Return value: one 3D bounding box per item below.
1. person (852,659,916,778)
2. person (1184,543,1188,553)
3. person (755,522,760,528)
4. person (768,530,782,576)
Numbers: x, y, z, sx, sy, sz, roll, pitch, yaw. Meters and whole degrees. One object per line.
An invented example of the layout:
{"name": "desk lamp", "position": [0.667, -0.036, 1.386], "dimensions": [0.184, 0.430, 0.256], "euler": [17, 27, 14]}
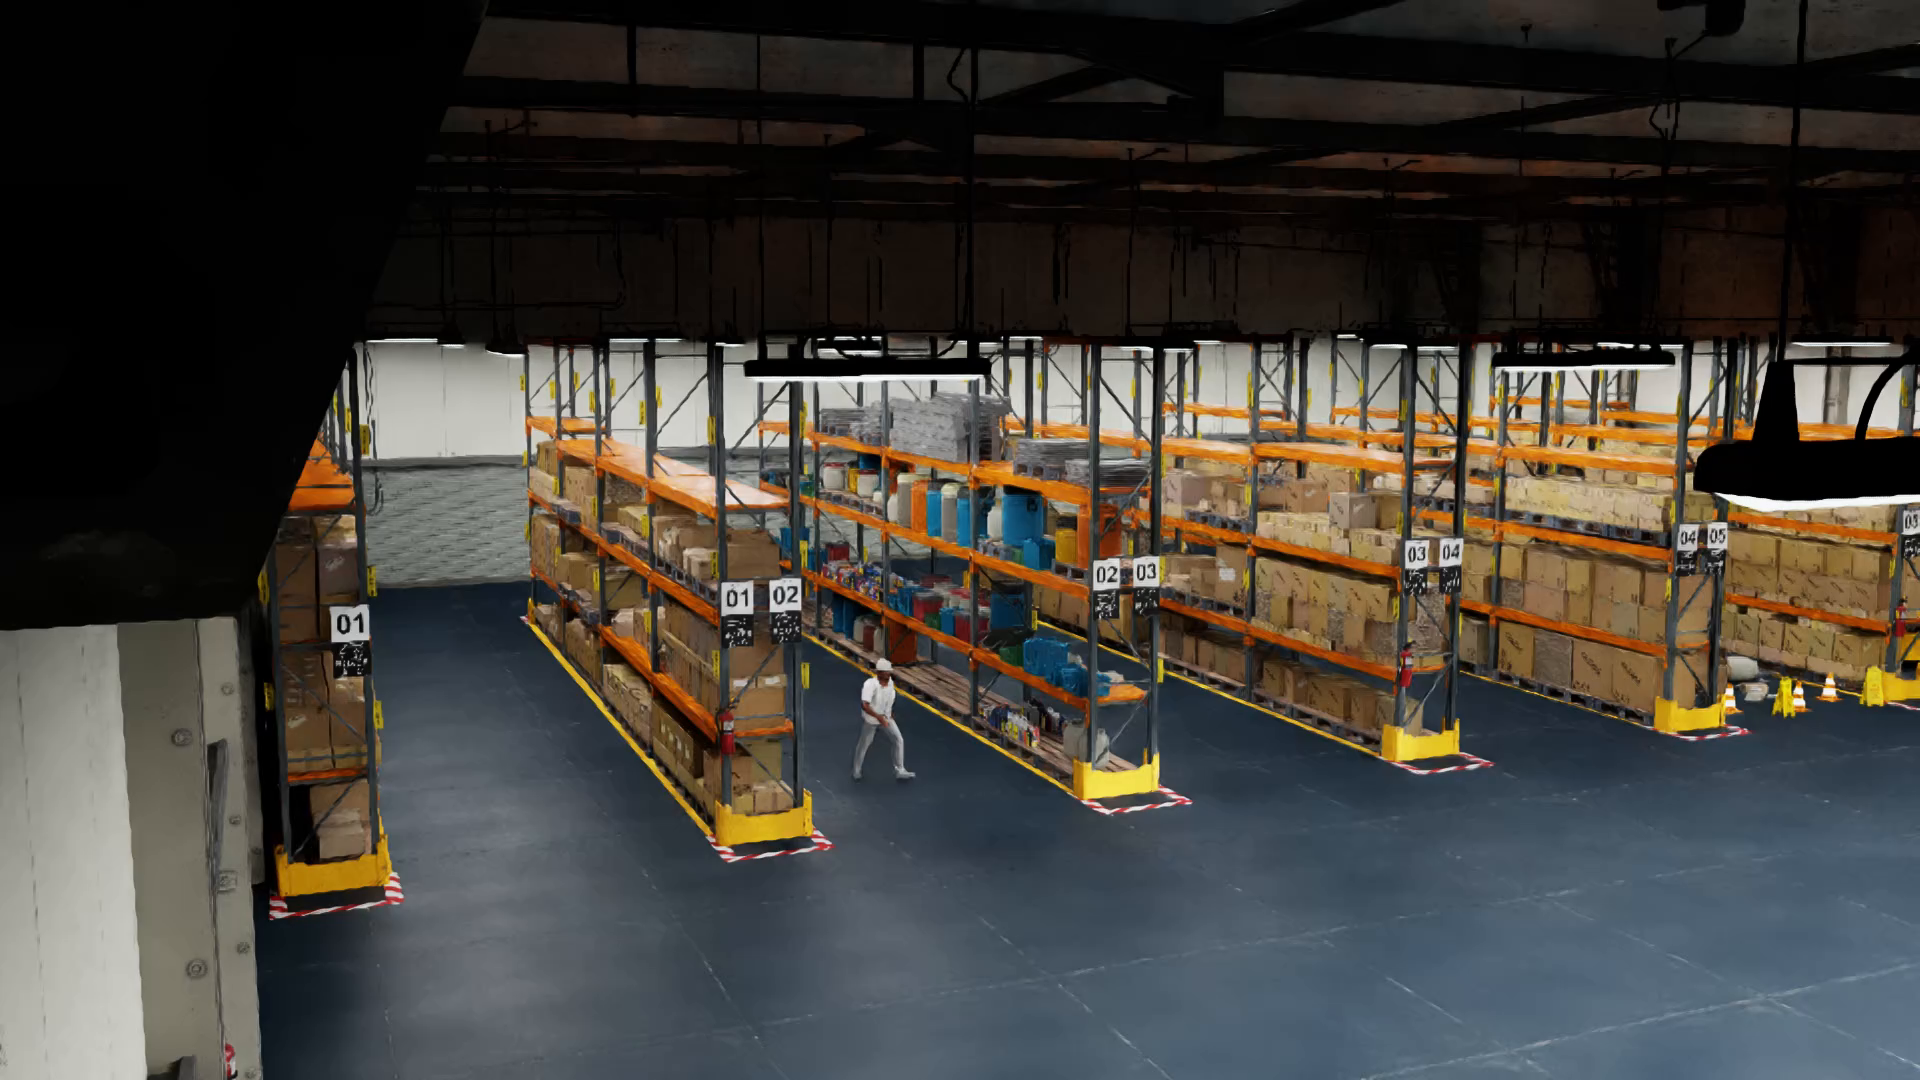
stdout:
{"name": "person", "position": [-1.122, 2.448, 22.860], "dimensions": [0.711, 1.695, 0.815], "euler": [-7, 10, -41]}
{"name": "person", "position": [4.545, 0.891, 34.581], "dimensions": [0.677, 1.725, 0.569], "euler": [-3, 8, -24]}
{"name": "person", "position": [-4.664, 0.353, 38.912], "dimensions": [0.492, 1.621, 0.917], "euler": [0, 8, 2]}
{"name": "person", "position": [-4.081, 0.655, 35.726], "dimensions": [0.579, 1.714, 0.424], "euler": [3, 8, 24]}
